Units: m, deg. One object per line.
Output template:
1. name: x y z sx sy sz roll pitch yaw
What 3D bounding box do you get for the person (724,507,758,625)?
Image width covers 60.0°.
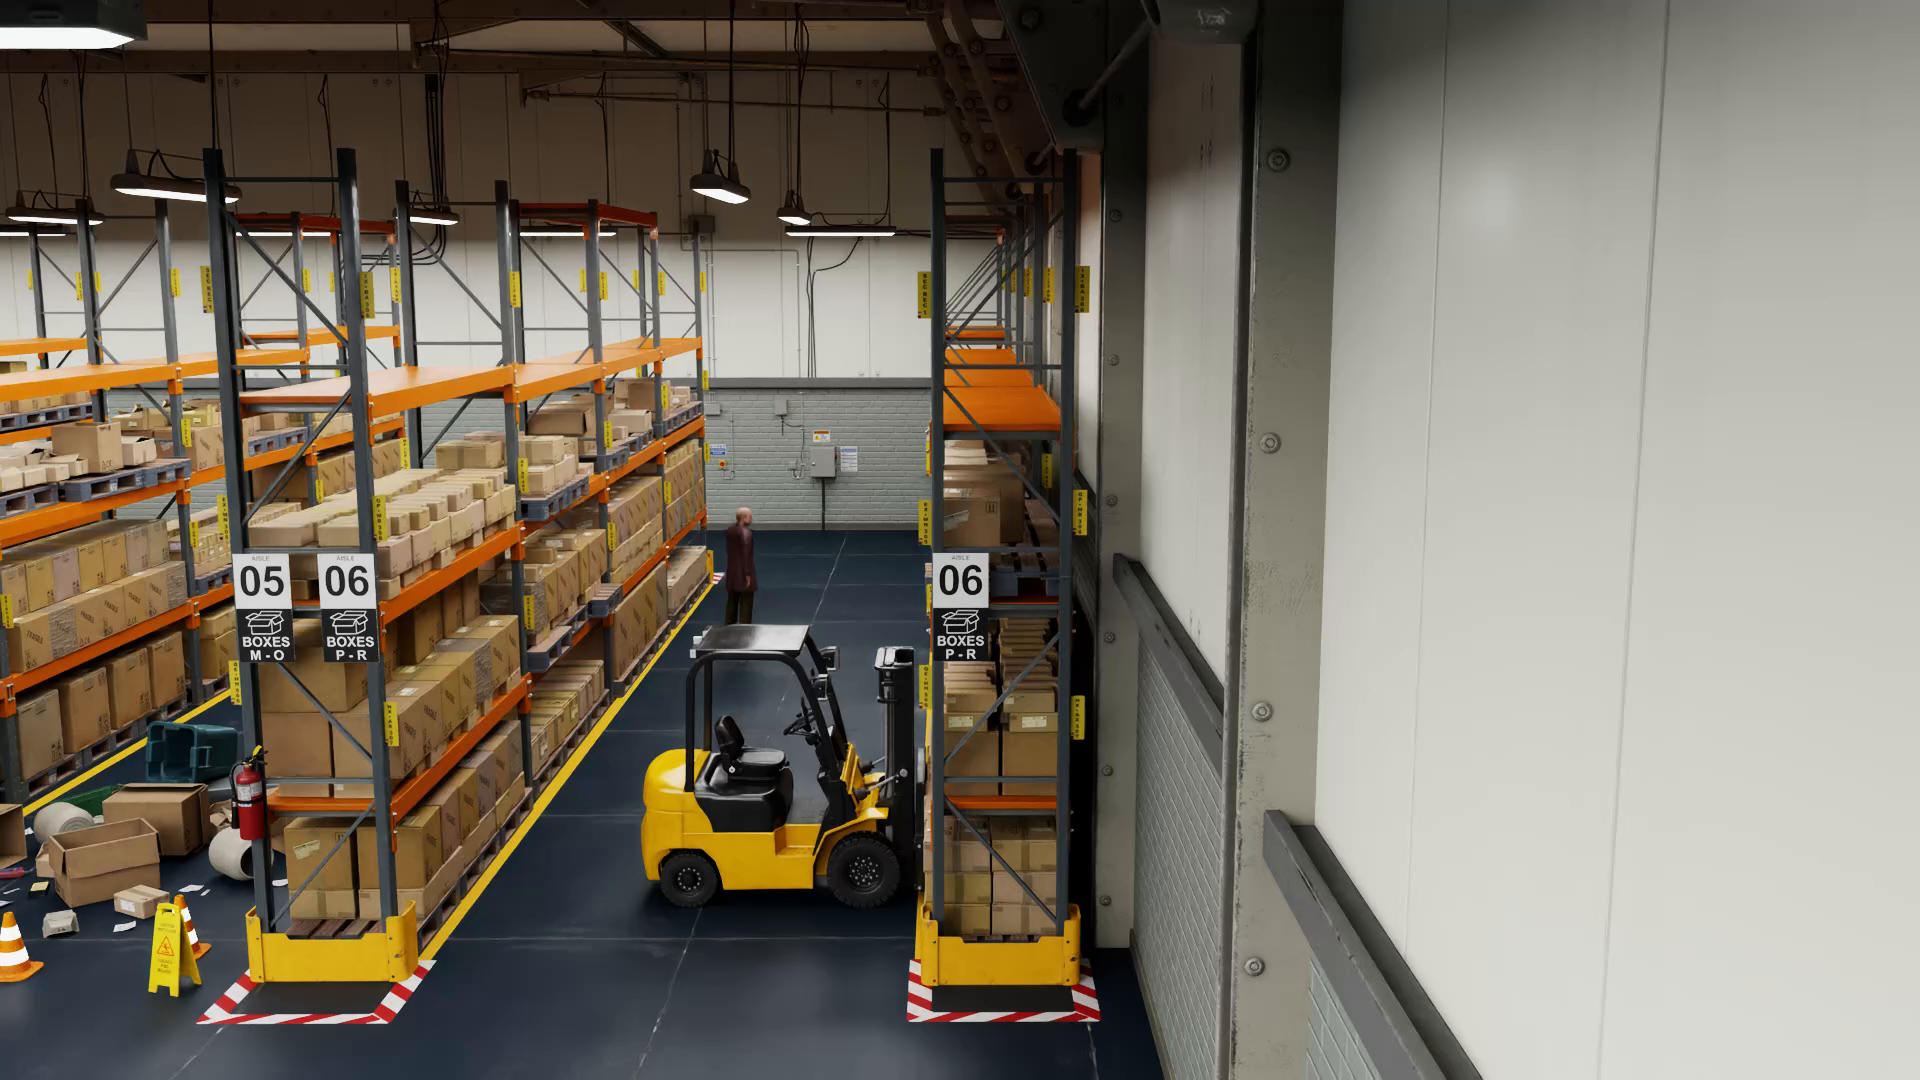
1. person: -2.912 0.450 22.225 0.588 1.795 0.444 7 11 36
